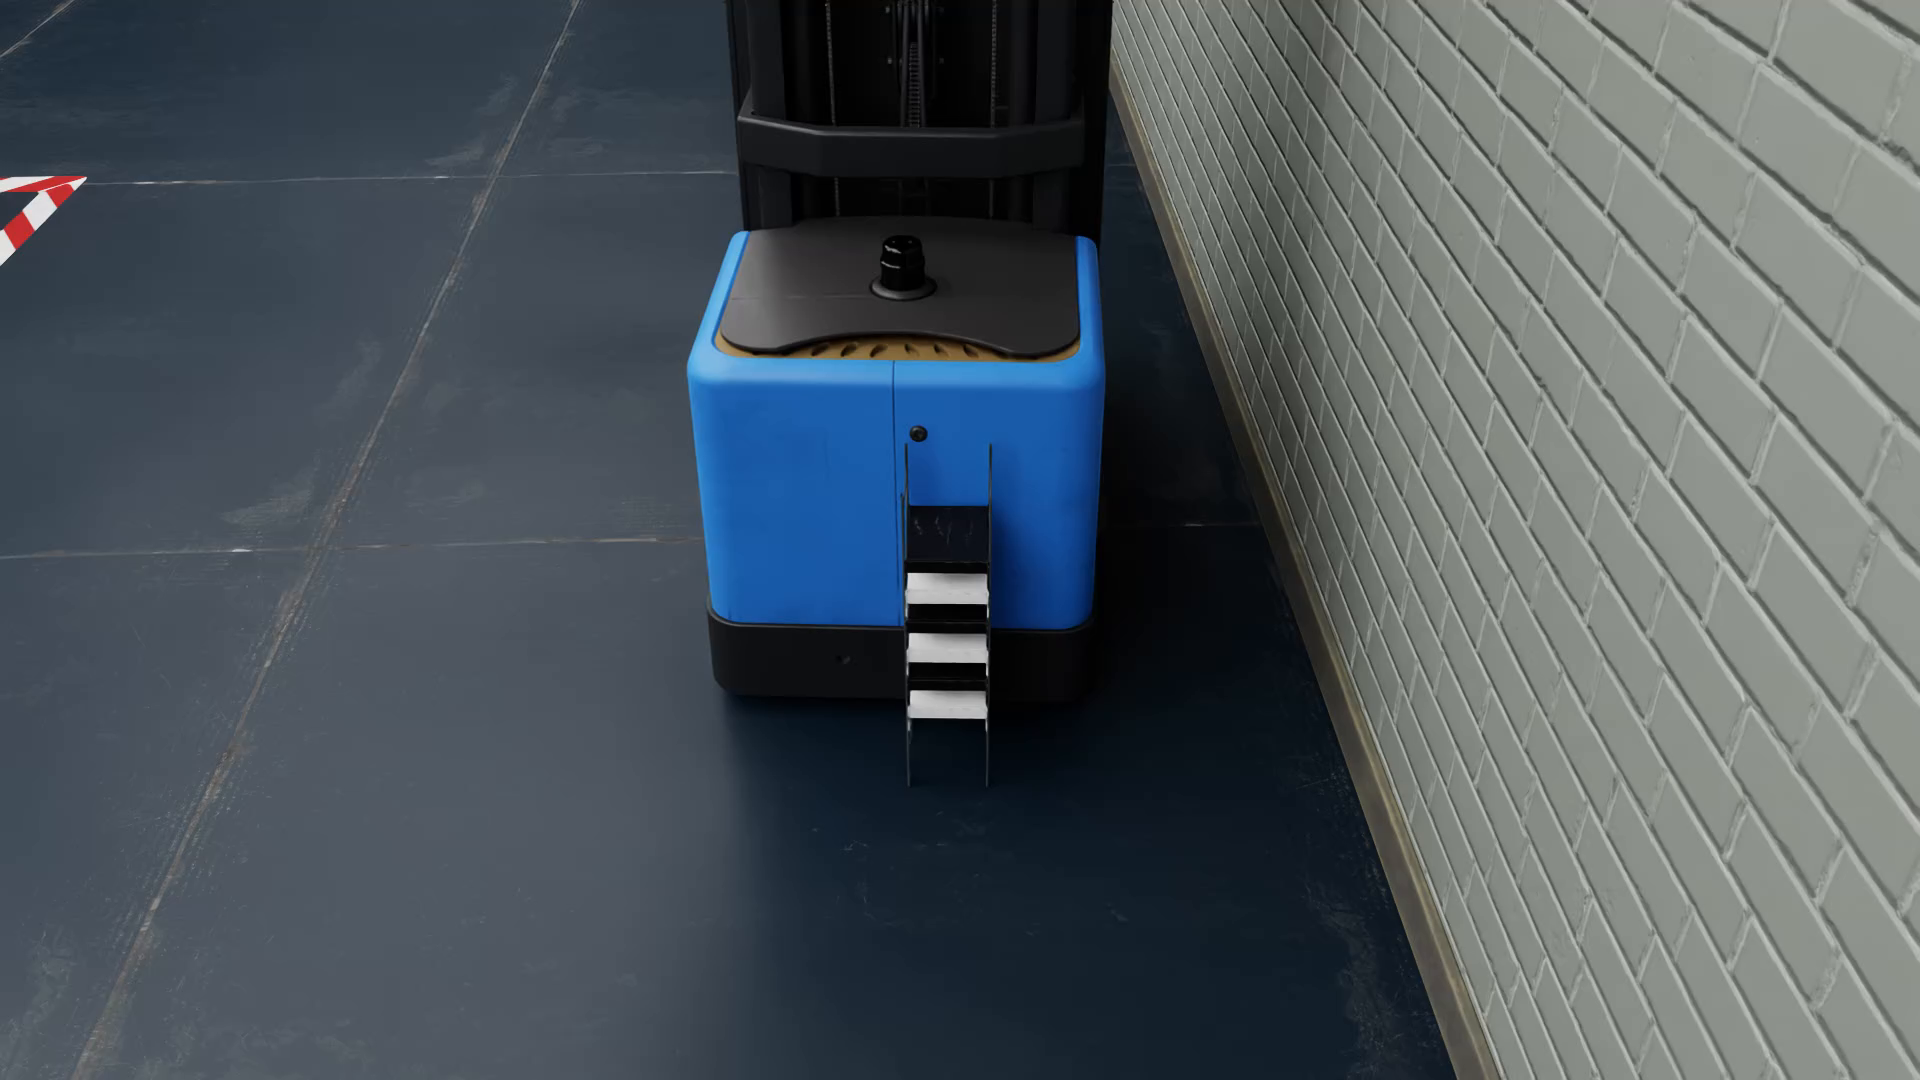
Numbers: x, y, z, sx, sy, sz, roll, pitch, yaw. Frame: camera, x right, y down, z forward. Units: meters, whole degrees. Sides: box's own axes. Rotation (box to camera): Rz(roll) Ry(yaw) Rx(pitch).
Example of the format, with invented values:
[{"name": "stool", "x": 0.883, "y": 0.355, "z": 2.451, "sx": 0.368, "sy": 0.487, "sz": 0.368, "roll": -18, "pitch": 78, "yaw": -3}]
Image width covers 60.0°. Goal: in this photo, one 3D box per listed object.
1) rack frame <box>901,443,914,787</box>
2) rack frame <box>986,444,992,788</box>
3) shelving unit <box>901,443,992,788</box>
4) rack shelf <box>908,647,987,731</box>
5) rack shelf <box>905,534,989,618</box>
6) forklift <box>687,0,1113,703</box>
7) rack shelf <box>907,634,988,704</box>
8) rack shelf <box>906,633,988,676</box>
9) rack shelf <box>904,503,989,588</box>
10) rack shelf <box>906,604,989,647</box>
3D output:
[{"name": "rack frame", "x": -0.131, "y": 0.205, "z": 4.163, "sx": 0.006, "sy": 0.900, "sz": 0.240, "roll": 0, "pitch": 35, "yaw": 1}, {"name": "rack frame", "x": 0.072, "y": 0.206, "z": 4.161, "sx": 0.006, "sy": 0.900, "sz": 0.240, "roll": 0, "pitch": 35, "yaw": 1}, {"name": "shelving unit", "x": -0.029, "y": 0.205, "z": 4.162, "sx": 0.210, "sy": 0.900, "sz": 0.258, "roll": 0, "pitch": 35, "yaw": 1}, {"name": "rack shelf", "x": -0.029, "y": 0.381, "z": 4.284, "sx": 0.200, "sy": 0.077, "sz": 0.258, "roll": 0, "pitch": 35, "yaw": 1}, {"name": "rack shelf", "x": -0.029, "y": 0.085, "z": 4.079, "sx": 0.200, "sy": 0.077, "sz": 0.258, "roll": 0, "pitch": 35, "yaw": 1}, {"name": "forklift", "x": -0.105, "y": -1.576, "z": 4.951, "sx": 1.130, "sy": 2.935, "sz": 3.031, "roll": 1, "pitch": 35, "yaw": 2}, {"name": "rack shelf", "x": -0.029, "y": 0.307, "z": 4.232, "sx": 0.200, "sy": 0.077, "sz": 0.258, "roll": 0, "pitch": 35, "yaw": 1}, {"name": "rack shelf", "x": -0.029, "y": 0.233, "z": 4.181, "sx": 0.200, "sy": 0.077, "sz": 0.258, "roll": 0, "pitch": 35, "yaw": 1}, {"name": "rack shelf", "x": -0.029, "y": 0.011, "z": 4.028, "sx": 0.200, "sy": 0.077, "sz": 0.258, "roll": 0, "pitch": 35, "yaw": 1}, {"name": "rack shelf", "x": -0.029, "y": 0.159, "z": 4.130, "sx": 0.200, "sy": 0.077, "sz": 0.258, "roll": 0, "pitch": 35, "yaw": 1}]
